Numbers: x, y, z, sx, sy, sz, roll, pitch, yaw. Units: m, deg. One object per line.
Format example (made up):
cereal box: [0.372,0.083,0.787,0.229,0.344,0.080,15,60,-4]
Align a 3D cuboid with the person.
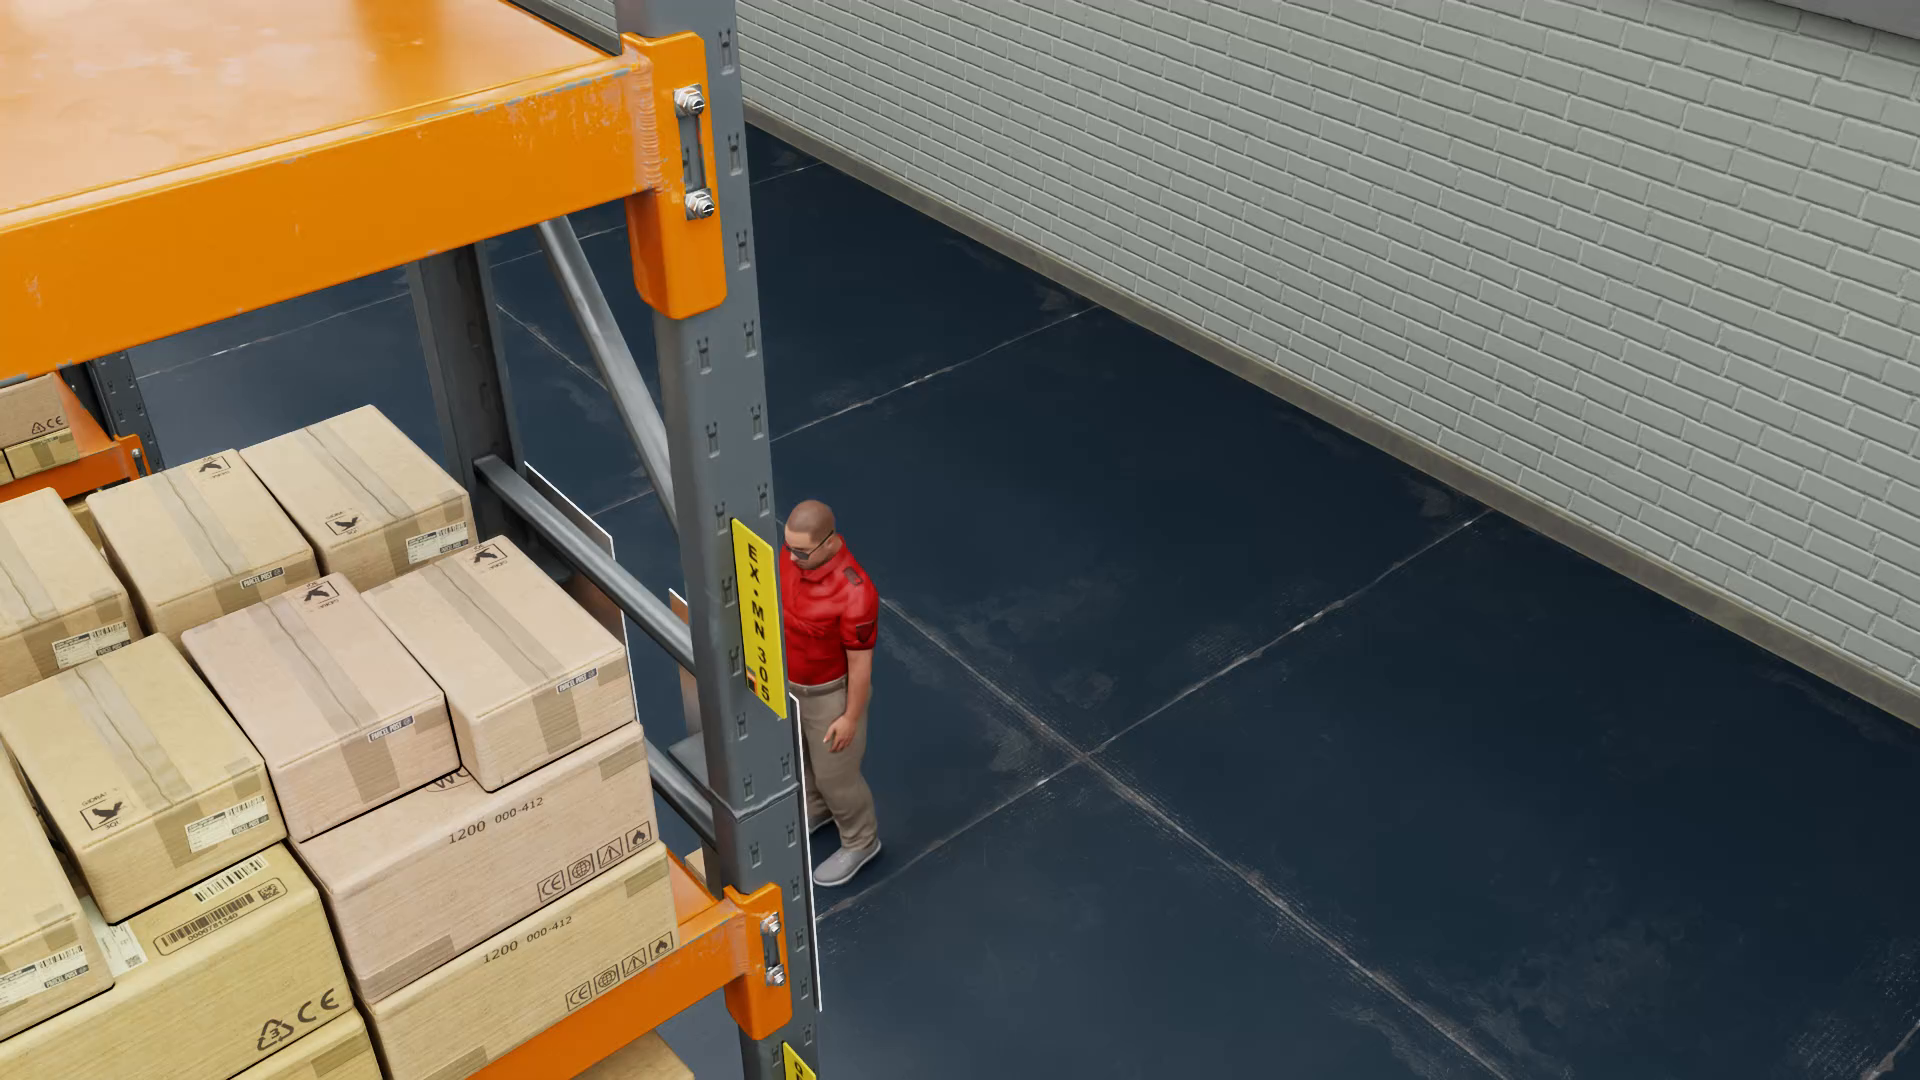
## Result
person: [-0.525,0.572,6.313,0.354,1.723,0.531,-25,43,-31]
